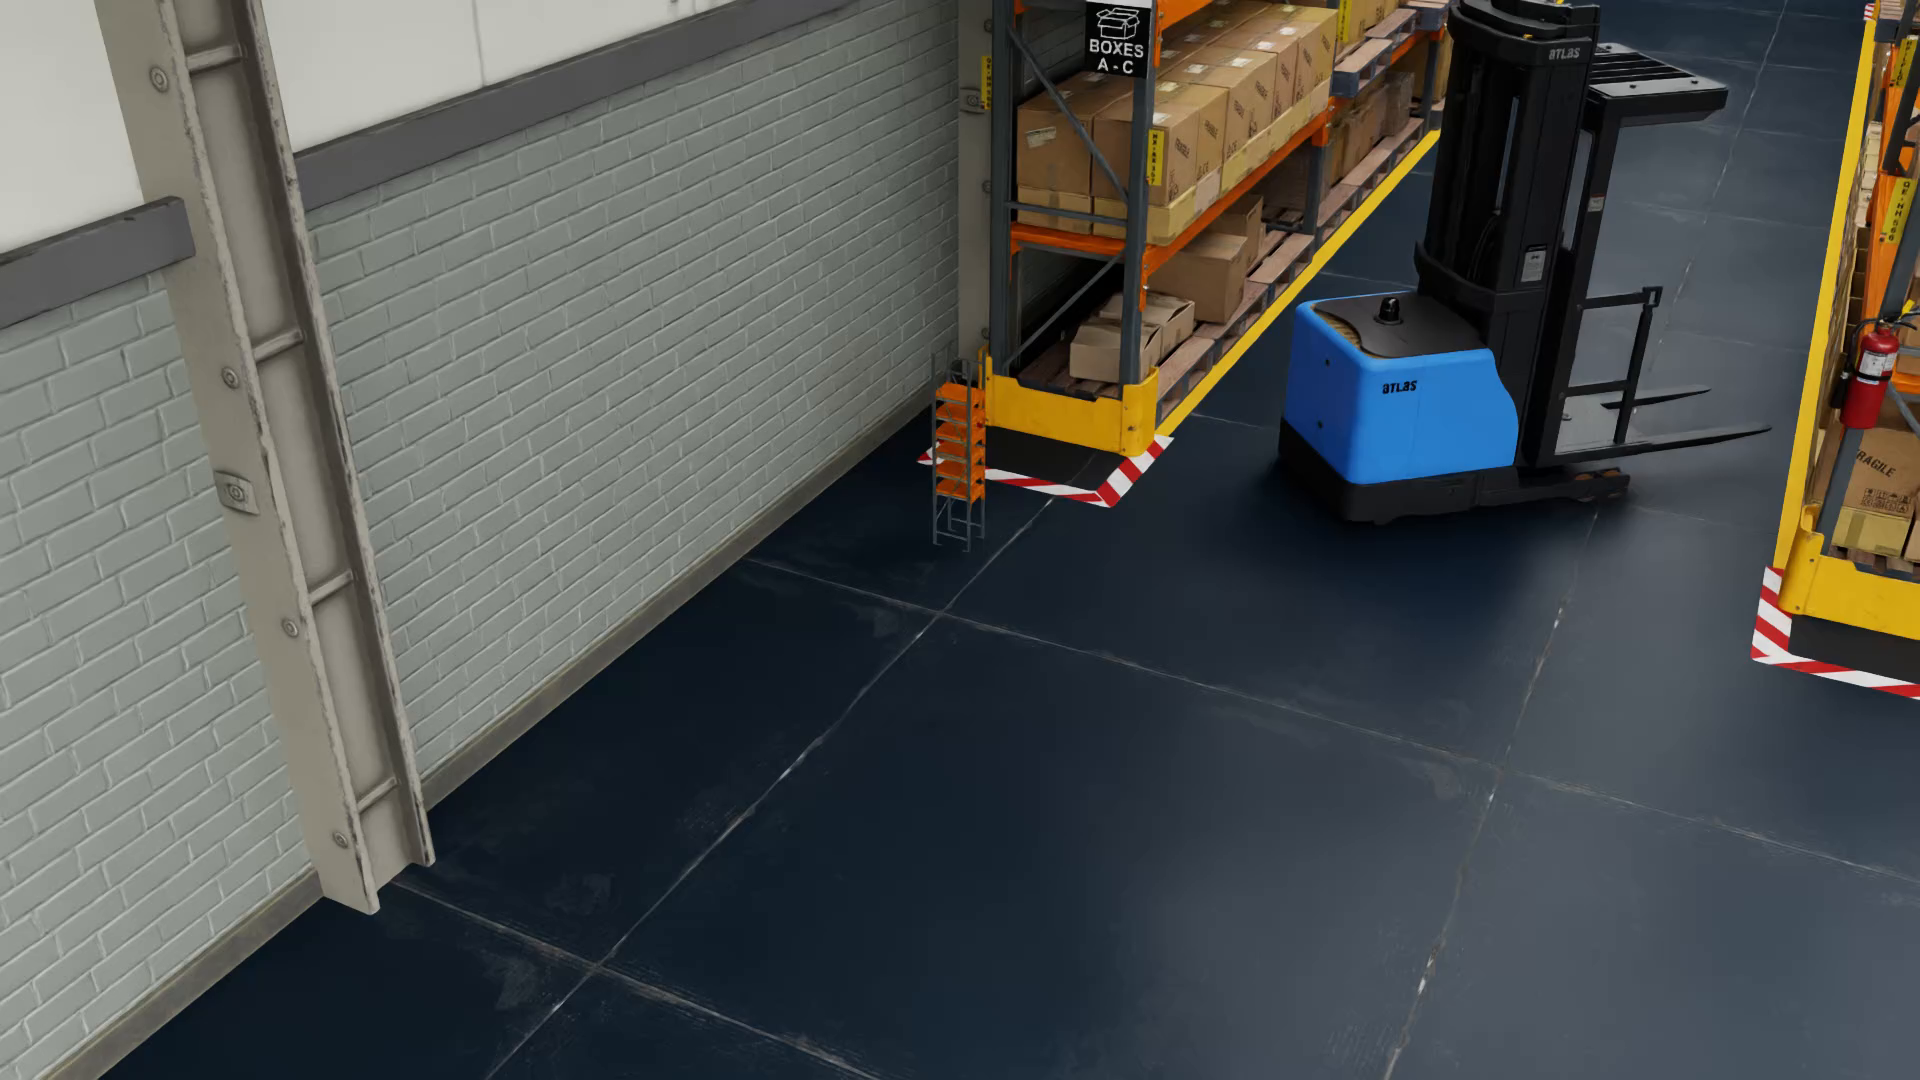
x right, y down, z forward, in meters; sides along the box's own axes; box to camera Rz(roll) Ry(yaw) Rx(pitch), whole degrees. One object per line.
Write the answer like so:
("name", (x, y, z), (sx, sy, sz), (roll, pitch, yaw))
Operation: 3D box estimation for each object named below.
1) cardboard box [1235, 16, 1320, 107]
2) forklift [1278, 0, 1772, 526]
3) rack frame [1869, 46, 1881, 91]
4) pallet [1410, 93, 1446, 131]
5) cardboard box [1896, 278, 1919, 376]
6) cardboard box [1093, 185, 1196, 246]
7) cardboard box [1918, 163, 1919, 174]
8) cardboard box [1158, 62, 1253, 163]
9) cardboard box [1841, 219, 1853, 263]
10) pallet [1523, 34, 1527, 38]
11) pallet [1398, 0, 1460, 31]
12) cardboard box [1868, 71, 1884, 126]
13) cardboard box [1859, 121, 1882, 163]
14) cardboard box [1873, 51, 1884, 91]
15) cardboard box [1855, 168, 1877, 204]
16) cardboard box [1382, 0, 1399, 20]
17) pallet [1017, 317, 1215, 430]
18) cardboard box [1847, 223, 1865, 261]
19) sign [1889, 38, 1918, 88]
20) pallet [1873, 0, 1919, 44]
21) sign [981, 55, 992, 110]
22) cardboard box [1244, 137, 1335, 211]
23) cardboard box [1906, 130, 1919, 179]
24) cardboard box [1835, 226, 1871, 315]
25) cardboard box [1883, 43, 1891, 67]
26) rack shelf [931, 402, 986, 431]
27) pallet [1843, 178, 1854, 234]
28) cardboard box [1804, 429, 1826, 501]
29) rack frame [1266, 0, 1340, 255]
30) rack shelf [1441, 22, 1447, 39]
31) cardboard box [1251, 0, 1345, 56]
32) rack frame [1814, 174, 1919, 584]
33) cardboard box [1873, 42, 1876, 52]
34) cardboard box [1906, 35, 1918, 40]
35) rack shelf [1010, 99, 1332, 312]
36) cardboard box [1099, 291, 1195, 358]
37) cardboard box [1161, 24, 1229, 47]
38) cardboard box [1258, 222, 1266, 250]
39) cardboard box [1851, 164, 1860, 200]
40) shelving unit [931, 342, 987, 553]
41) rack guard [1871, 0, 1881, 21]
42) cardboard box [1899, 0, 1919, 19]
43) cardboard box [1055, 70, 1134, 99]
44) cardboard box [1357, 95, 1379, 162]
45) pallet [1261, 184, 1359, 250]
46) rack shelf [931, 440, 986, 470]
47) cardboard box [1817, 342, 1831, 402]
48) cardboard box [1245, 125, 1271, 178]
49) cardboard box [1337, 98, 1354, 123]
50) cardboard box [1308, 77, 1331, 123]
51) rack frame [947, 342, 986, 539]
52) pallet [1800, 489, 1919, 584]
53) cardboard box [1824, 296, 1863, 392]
("cardboard box", (2.321, -3.536, 12.273), (0.500, 0.500, 0.500), (14, 33, 23))
("forklift", (3.598, -1.751, 9.856), (3.031, 2.935, 1.130), (-8, 31, -13))
("rack frame", (10.539, -6.194, 17.524), (1.000, 3.000, 0.127), (14, 33, 23))
("pallet", (4.732, -4.666, 17.663), (1.003, 0.211, 1.213), (14, 33, 23))
("cardboard box", (5.297, -1.122, 8.591), (0.700, 0.500, 0.500), (14, 33, 23))
("cardboard box", (1.166, -2.084, 10.498), (0.500, 0.250, 0.500), (13, 32, 22))
("cardboard box", (5.897, -2.209, 9.834), (0.380, 0.149, 0.250), (14, 33, 23))
("cardboard box", (1.621, -2.853, 11.084), (0.500, 0.500, 0.500), (13, 32, 22))
("cardboard box", (7.290, -2.338, 13.148), (0.500, 0.250, 0.500), (15, 33, 24))
("pallet", (6.544, -6.426, 20.729), (1.003, 0.211, 1.213), (14, 33, 23))
("pallet", (4.076, -5.120, 15.846), (1.213, 0.211, 1.003), (14, 33, 23))
("cardboard box", (9.170, -4.225, 16.163), (0.500, 0.500, 0.500), (13, 32, 22))
("cardboard box", (8.217, -3.488, 14.588), (0.500, 0.311, 0.500), (15, 33, 25))
("cardboard box", (9.869, -4.903, 17.344), (0.500, 0.500, 0.500), (15, 33, 24))
("cardboard box", (7.517, -2.800, 13.389), (0.500, 0.311, 0.500), (14, 33, 23))
("cardboard box", (3.552, -5.009, 14.918), (0.700, 0.500, 0.500), (14, 33, 23))
("pallet", (1.097, -1.173, 11.581), (1.003, 0.211, 1.213), (14, 33, 23))
("cardboard box", (6.824, -2.125, 12.215), (0.500, 0.311, 0.500), (14, 33, 23))
("sign", (6.407, -3.234, 11.286), (0.100, 0.325, 0.005), (14, 33, 23))
("pallet", (8.963, -4.654, 15.035), (1.213, 0.211, 1.003), (14, 33, 23))
("sign", (0.176, -2.770, 10.082), (0.100, 0.325, 0.005), (14, 33, 23))
("cardboard box", (2.804, -3.206, 14.390), (0.700, 0.500, 0.500), (15, 33, 25))
("cardboard box", (6.698, -2.493, 10.978), (0.700, 0.500, 0.500), (13, 32, 22))
("cardboard box", (6.405, -1.828, 11.507), (0.500, 0.500, 0.500), (14, 33, 23))
("cardboard box", (9.418, -4.801, 16.414), (0.500, 0.250, 0.500), (14, 33, 22))
("rack shelf", (-0.007, -0.683, 9.343), (0.258, 0.103, 0.180), (14, 33, 23))
("pallet", (8.307, -2.855, 14.510), (1.003, 0.211, 1.213), (14, 33, 23))
("cardboard box", (5.271, -0.393, 9.762), (0.500, 0.250, 0.500), (14, 33, 23))
("rack frame", (2.483, -3.770, 13.302), (1.000, 3.000, 0.127), (14, 33, 23))
("rack shelf", (5.216, -6.117, 18.113), (1.077, 0.370, 4.000), (14, 33, 23))
("cardboard box", (2.745, -4.222, 13.547), (0.700, 0.500, 0.500), (14, 33, 23))
("rack frame", (5.073, -0.874, 8.260), (1.000, 3.000, 0.127), (14, 33, 23))
("cardboard box", (10.664, -5.645, 18.989), (0.380, 0.149, 0.250), (14, 33, 23))
("cardboard box", (8.137, -4.030, 13.844), (0.500, 0.311, 0.500), (14, 33, 23))
("rack shelf", (1.572, -2.571, 11.937), (1.077, 0.370, 4.000), (14, 33, 23))
("cardboard box", (1.316, -1.560, 11.713), (0.500, 0.311, 0.500), (17, 34, 27))
("cardboard box", (1.612, -3.429, 12.087), (0.500, 0.500, 0.500), (15, 33, 25))
("cardboard box", (2.266, -2.488, 13.473), (0.380, 0.166, 0.250), (10, 31, 17))
("cardboard box", (7.989, -3.022, 14.340), (0.500, 0.250, 0.500), (13, 32, 22))
("shelving unit", (-0.007, -0.514, 9.440), (0.258, 1.200, 0.189), (14, 33, 23))
("rack guard", (12.327, -6.850, 21.176), (1.175, 0.500, 0.348), (14, 33, 23))
("cardboard box", (8.903, -4.951, 14.837), (0.700, 0.500, 0.500), (4, 30, 7))
("cardboard box", (0.925, -2.743, 10.892), (0.500, 0.500, 0.500), (15, 33, 24))
("cardboard box", (3.484, -3.890, 15.580), (0.700, 0.500, 0.500), (14, 33, 23))
("pallet", (2.837, -2.906, 14.598), (1.003, 0.211, 1.213), (14, 33, 23))
("rack shelf", (-0.007, -0.475, 9.462), (0.258, 0.103, 0.180), (14, 33, 23))
("cardboard box", (5.949, -1.059, 10.922), (0.500, 0.250, 0.500), (14, 33, 23))
("cardboard box", (1.859, -2.766, 11.685), (0.500, 0.250, 0.500), (15, 33, 24))
("cardboard box", (3.235, -3.959, 14.948), (0.500, 0.250, 0.500), (13, 32, 22))
("cardboard box", (2.537, -3.434, 12.849), (0.500, 0.250, 0.500), (14, 33, 23))
("rack frame", (0.035, -0.554, 9.511), (0.240, 1.200, 0.006), (14, 33, 23))
("pallet", (5.384, -0.014, 9.561), (1.003, 0.211, 1.213), (14, 33, 23))
("cardboard box", (5.723, -1.162, 10.348), (0.500, 0.500, 0.500), (14, 33, 23))
